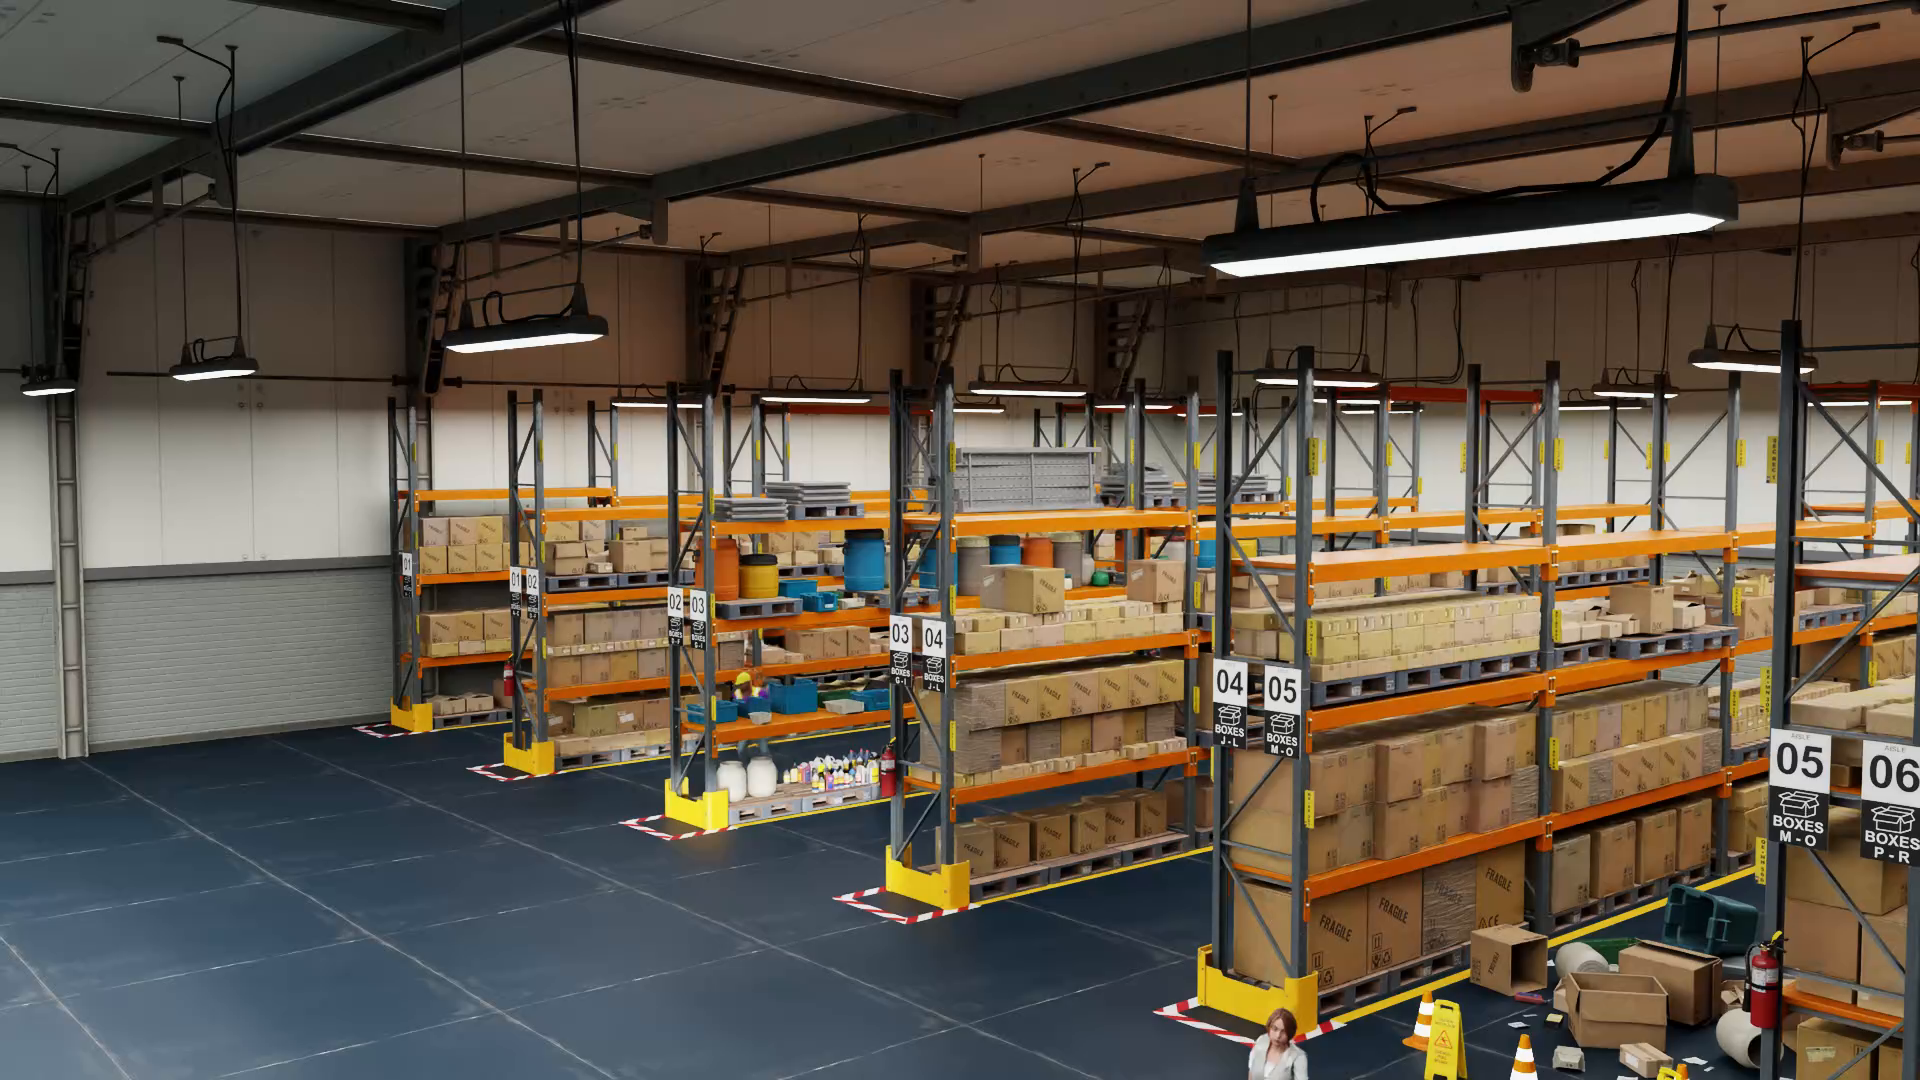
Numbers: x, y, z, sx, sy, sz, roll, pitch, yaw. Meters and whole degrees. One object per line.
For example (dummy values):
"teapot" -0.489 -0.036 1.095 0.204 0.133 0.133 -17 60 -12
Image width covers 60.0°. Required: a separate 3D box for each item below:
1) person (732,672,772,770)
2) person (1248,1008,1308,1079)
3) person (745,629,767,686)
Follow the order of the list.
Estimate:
"person" -3.154 2.839 25.398 0.713 1.695 0.625 0 3 8
"person" 1.982 3.752 10.694 0.610 1.528 0.747 2 4 32
"person" -3.812 2.494 31.175 0.707 1.732 0.649 3 4 38
